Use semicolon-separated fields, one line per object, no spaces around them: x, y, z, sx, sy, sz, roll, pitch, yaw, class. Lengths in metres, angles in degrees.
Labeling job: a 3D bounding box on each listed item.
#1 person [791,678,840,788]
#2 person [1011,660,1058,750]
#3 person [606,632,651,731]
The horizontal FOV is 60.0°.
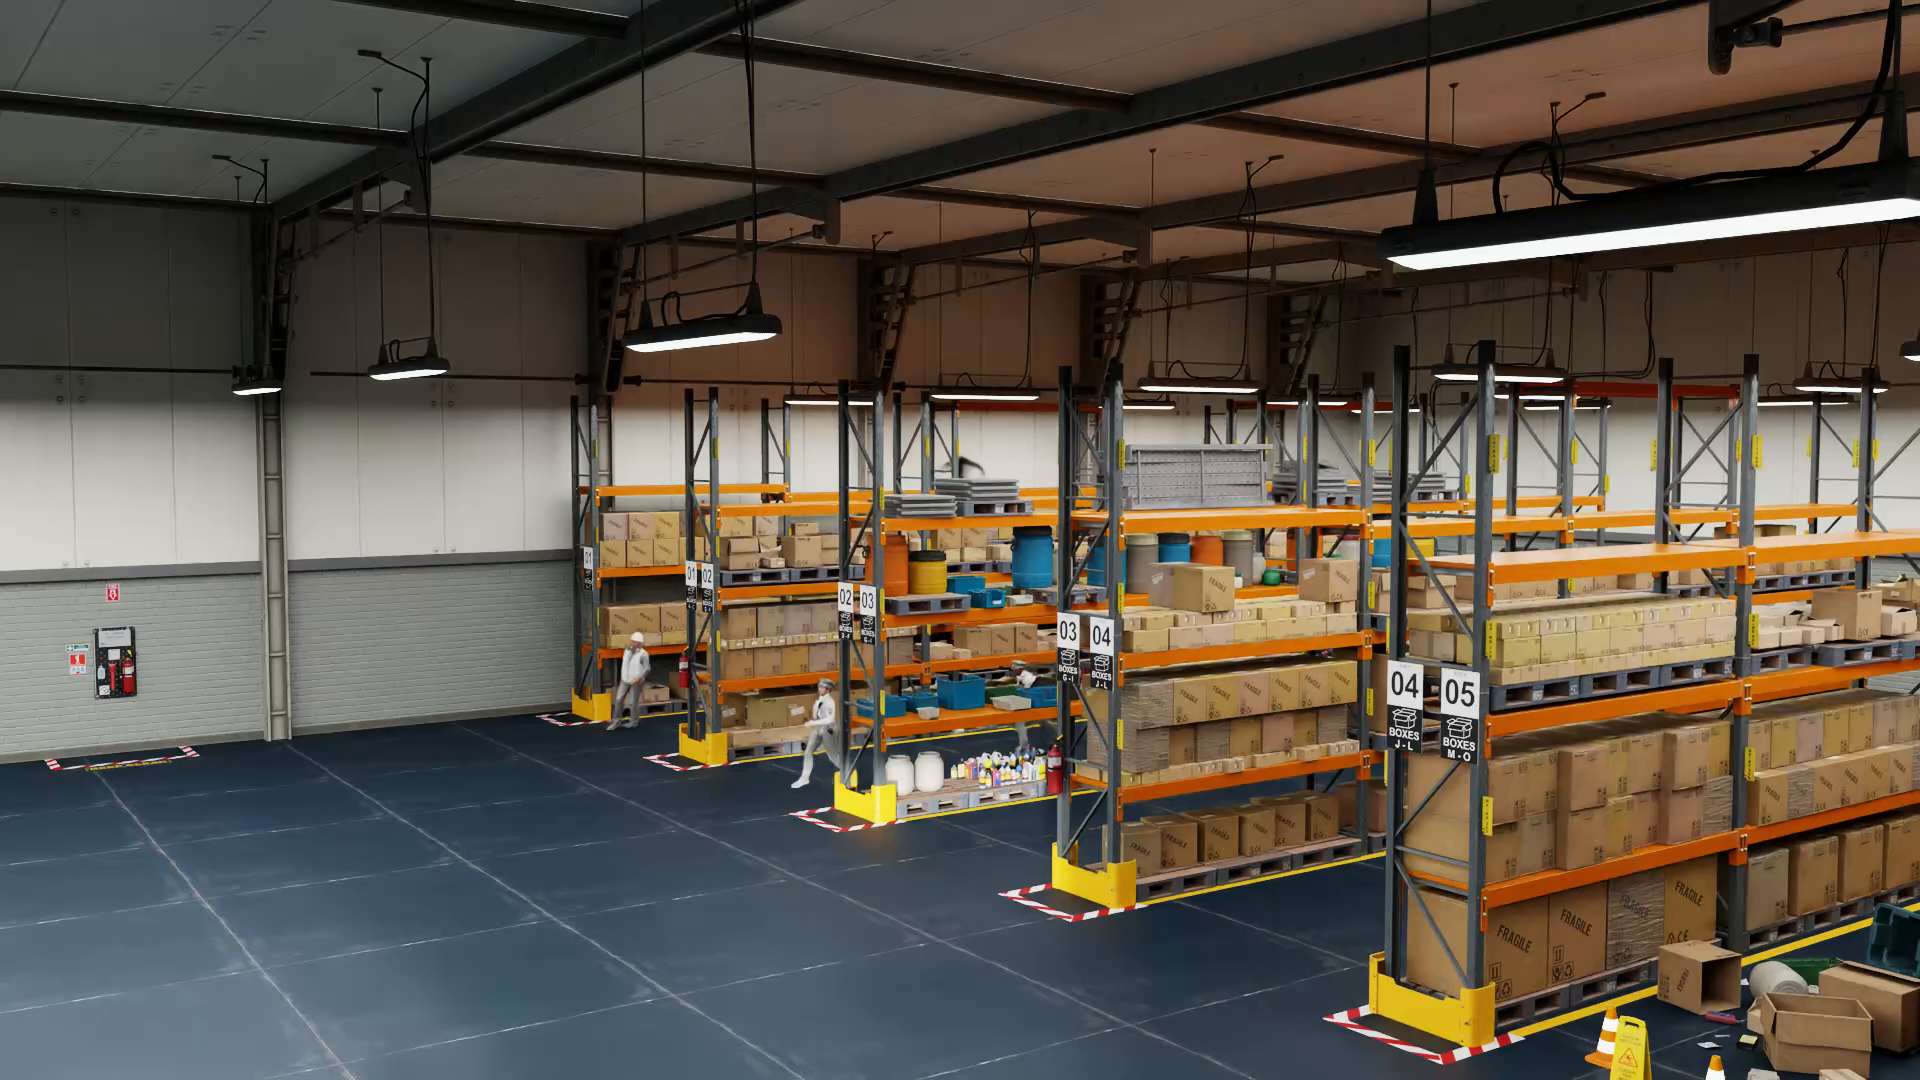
-1.969;2.834;24.493;0.888;1.658;0.646;-2;4;-32;person
1.273;2.733;27.753;1.001;1.513;0.585;-2;4;-31;person
-5.834;2.500;29.528;0.738;1.739;0.631;1;4;20;person
